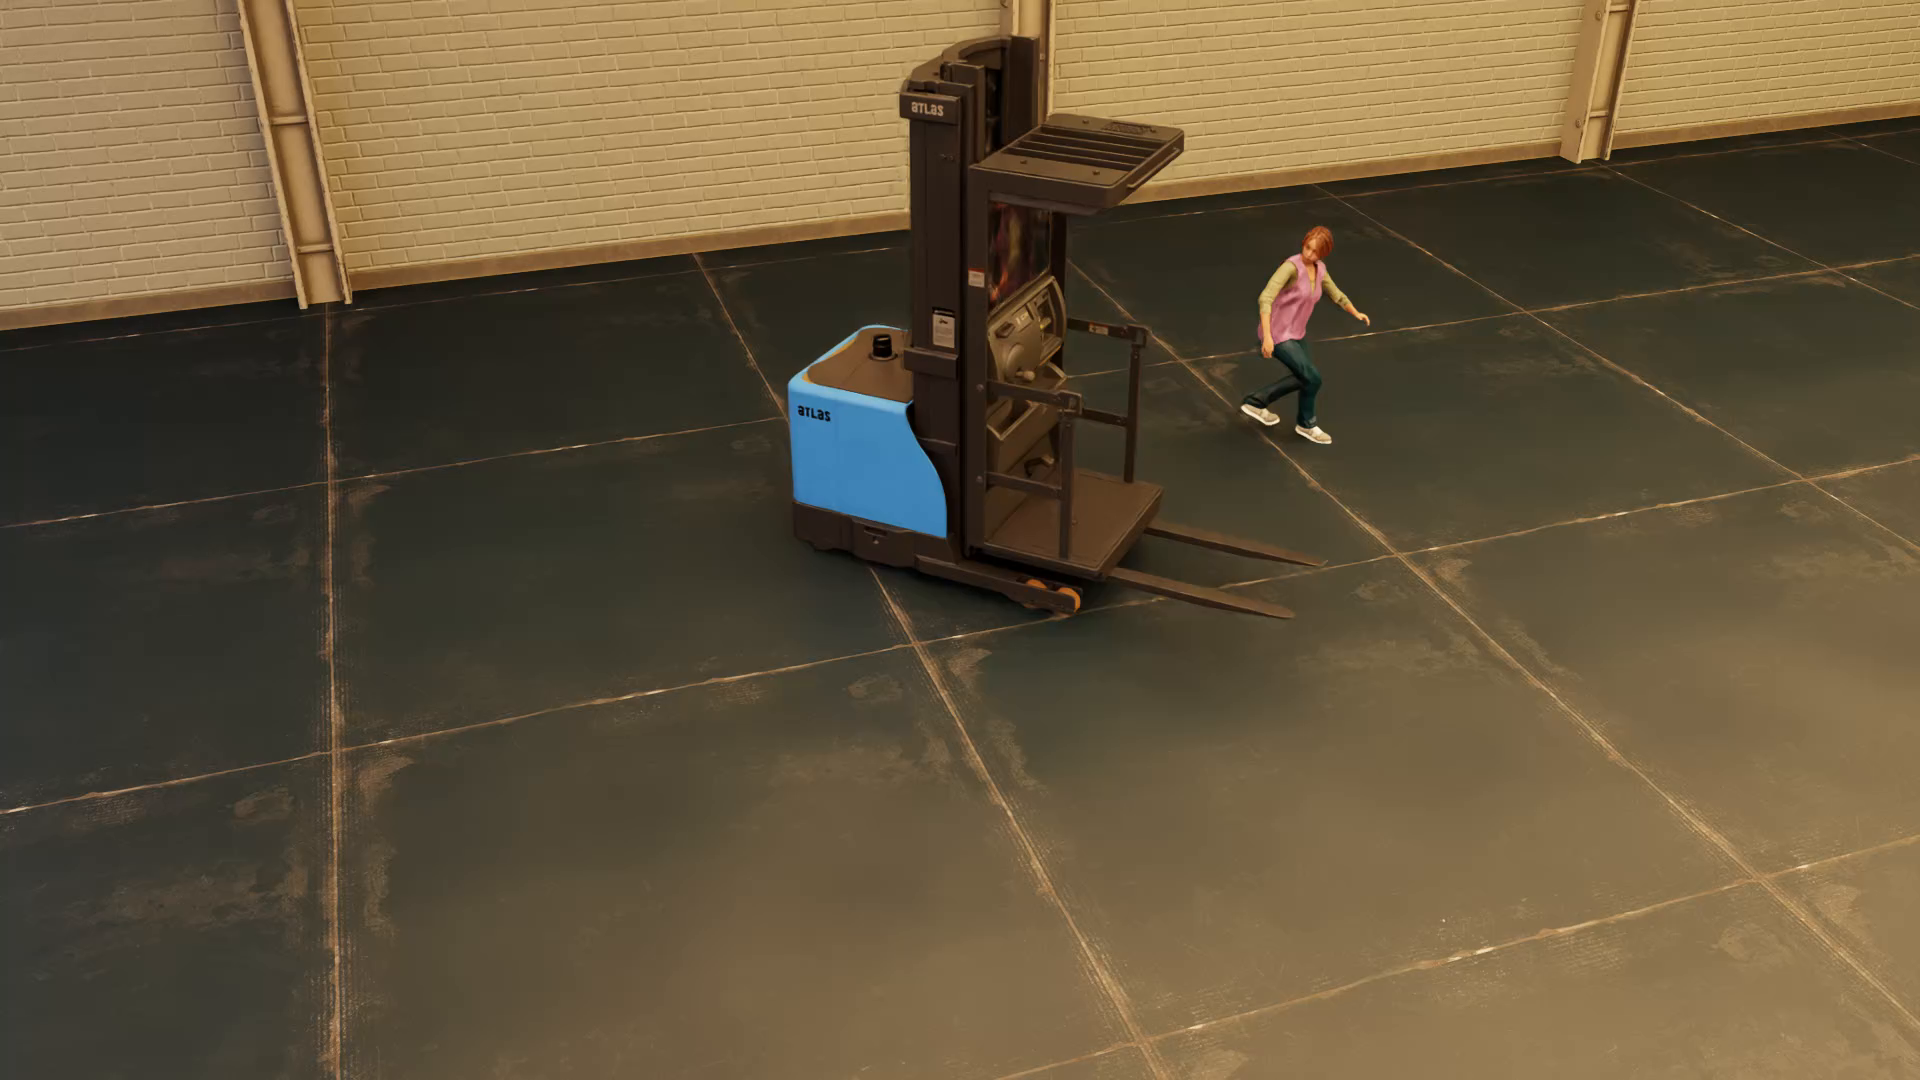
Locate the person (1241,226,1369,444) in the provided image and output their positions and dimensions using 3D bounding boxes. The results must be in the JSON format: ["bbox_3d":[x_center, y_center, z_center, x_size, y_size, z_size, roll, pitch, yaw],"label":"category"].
[{"bbox_3d":[2.223,-1.293,10.818,0.774,1.474,0.744,19,35,30],"label":"person"}]

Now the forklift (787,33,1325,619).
[{"bbox_3d":[0.552,-1.140,9.067,3.031,2.935,1.130,14,33,22],"label":"forklift"}]
